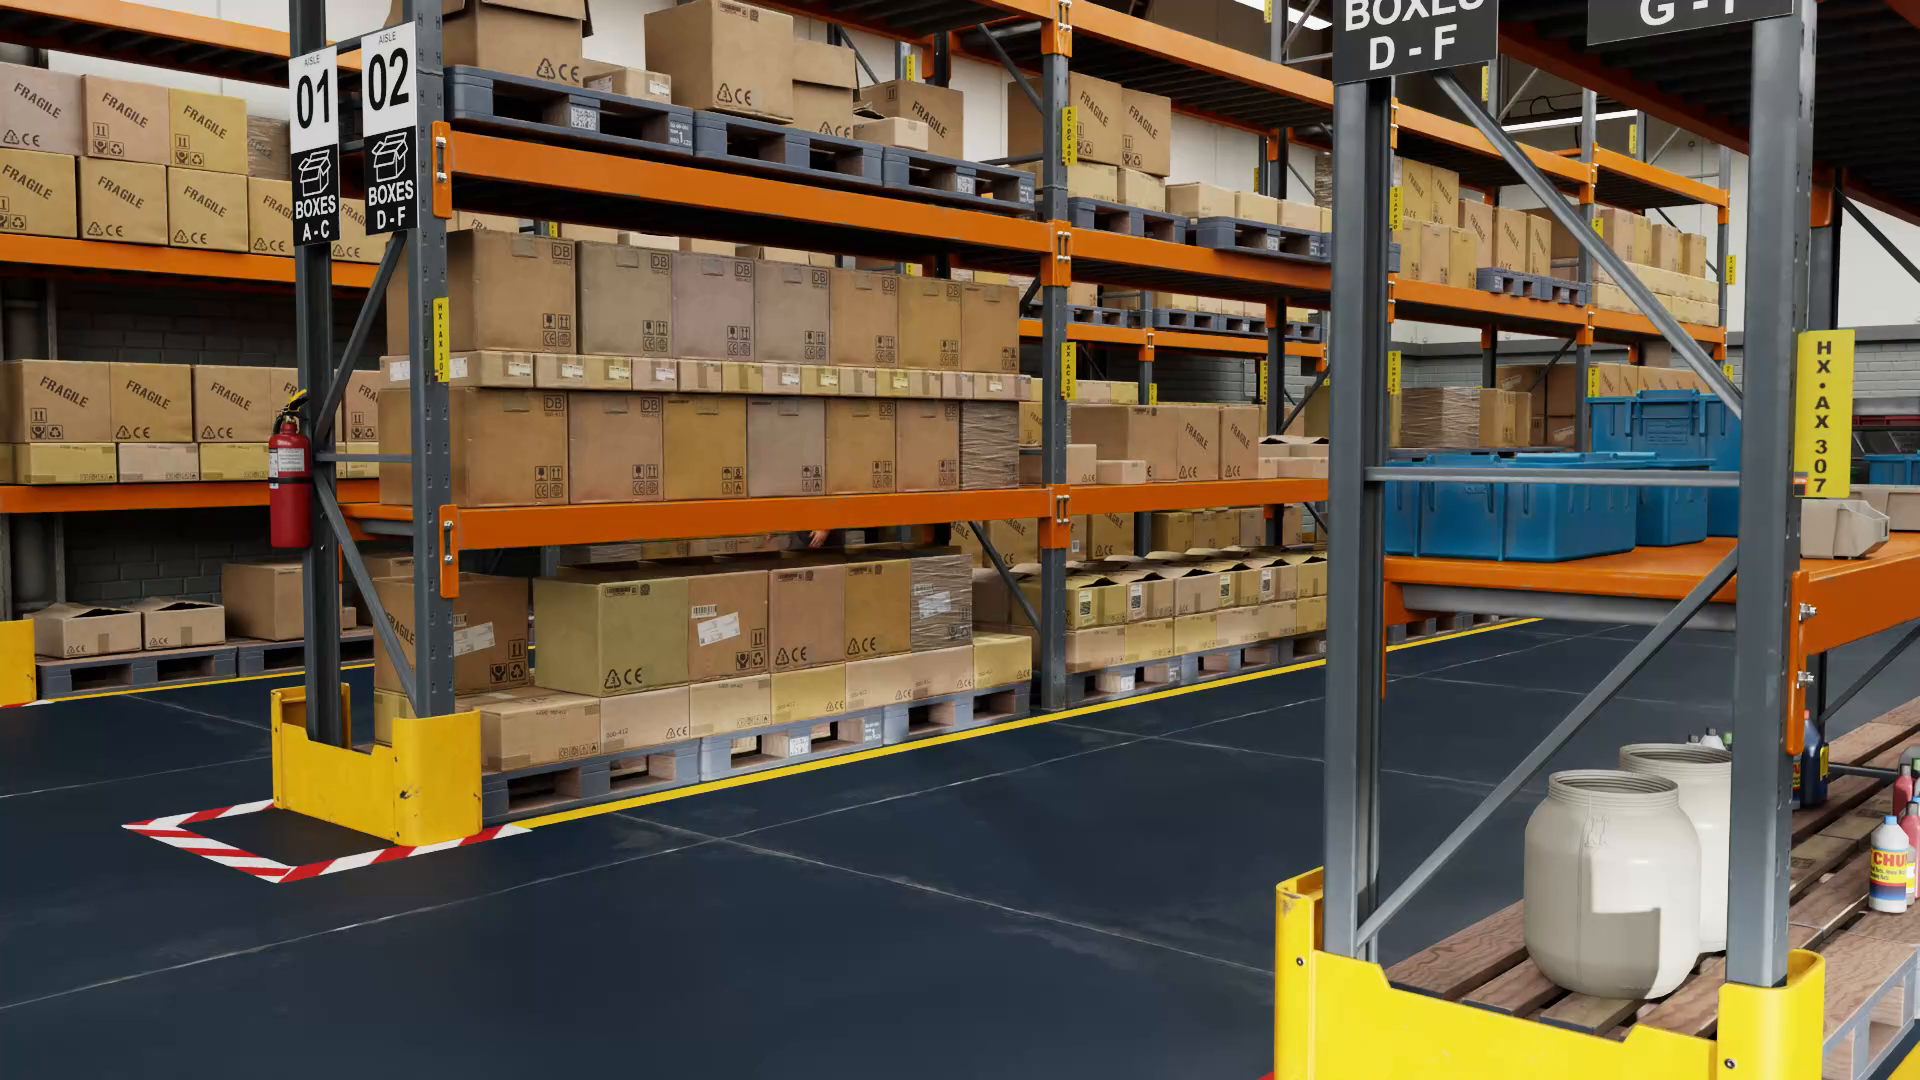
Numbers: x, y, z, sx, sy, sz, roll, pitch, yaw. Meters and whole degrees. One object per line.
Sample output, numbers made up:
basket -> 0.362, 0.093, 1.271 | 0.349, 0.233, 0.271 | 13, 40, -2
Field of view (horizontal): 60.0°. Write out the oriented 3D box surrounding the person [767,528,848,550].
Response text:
person -> -1.106, 0.012, 12.114 | 0.569, 1.782, 0.526 | 3, 5, 40
